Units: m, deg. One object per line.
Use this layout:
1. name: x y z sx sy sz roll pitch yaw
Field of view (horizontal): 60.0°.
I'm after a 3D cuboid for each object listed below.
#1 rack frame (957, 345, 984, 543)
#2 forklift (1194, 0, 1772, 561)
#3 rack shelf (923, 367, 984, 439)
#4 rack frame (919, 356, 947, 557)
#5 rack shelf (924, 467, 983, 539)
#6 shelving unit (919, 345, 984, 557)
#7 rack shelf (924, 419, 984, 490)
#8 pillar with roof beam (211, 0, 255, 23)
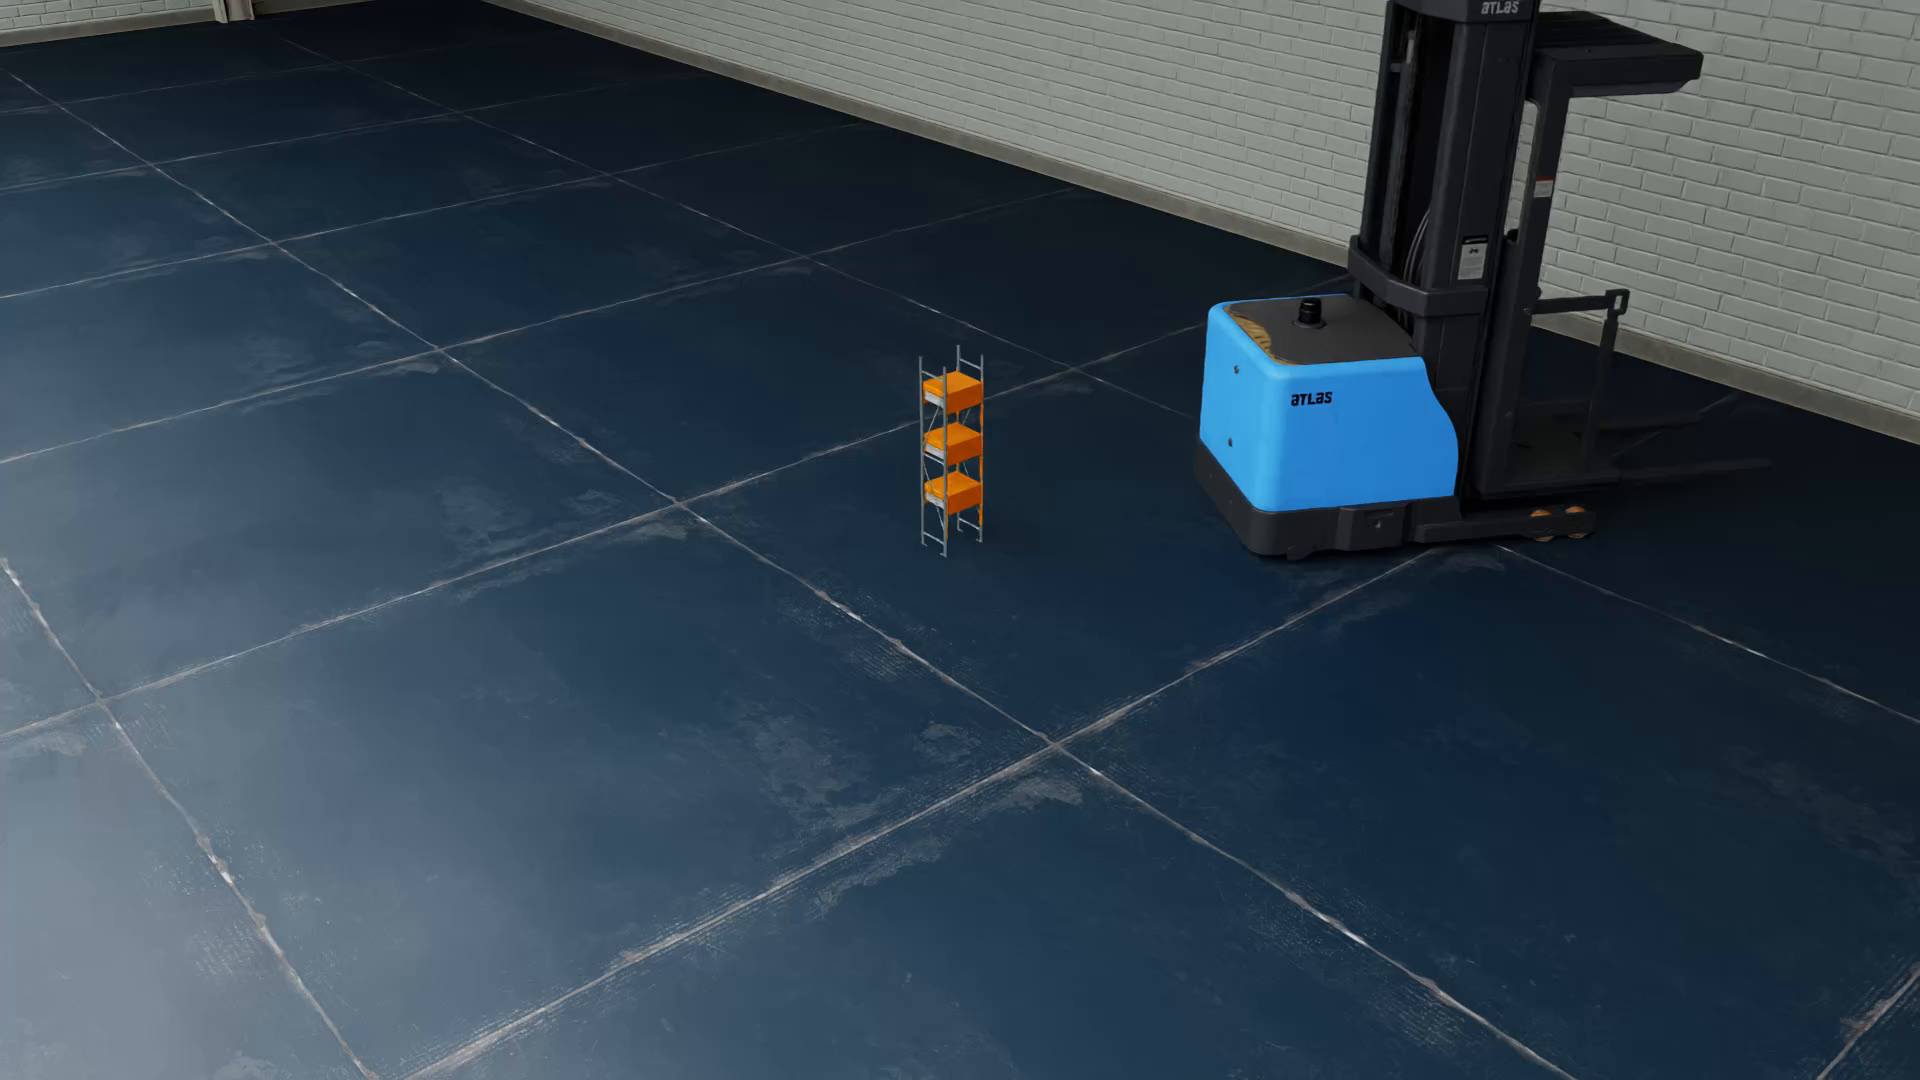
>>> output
1. rack frame: 0.052 -0.484 8.542 0.008 1.050 0.200 -22 35 -35
2. forklift: 2.873 -1.523 8.489 3.031 2.935 1.130 -5 29 -10
3. rack shelf: -0.041 -0.688 8.343 0.240 0.259 0.215 -22 35 -35
4. rack frame: -0.134 -0.409 8.402 0.008 1.050 0.200 -22 35 -35
5. rack shelf: -0.041 -0.192 8.608 0.240 0.259 0.215 -22 35 -35
6. shelving unit: -0.041 -0.447 8.472 0.252 1.050 0.215 -22 35 -35
7. rack shelf: -0.041 -0.437 8.477 0.240 0.259 0.215 -22 35 -35
8. pillar with roof beam: -6.410 -9.034 16.106 0.400 9.000 9.100 -22 35 -35
